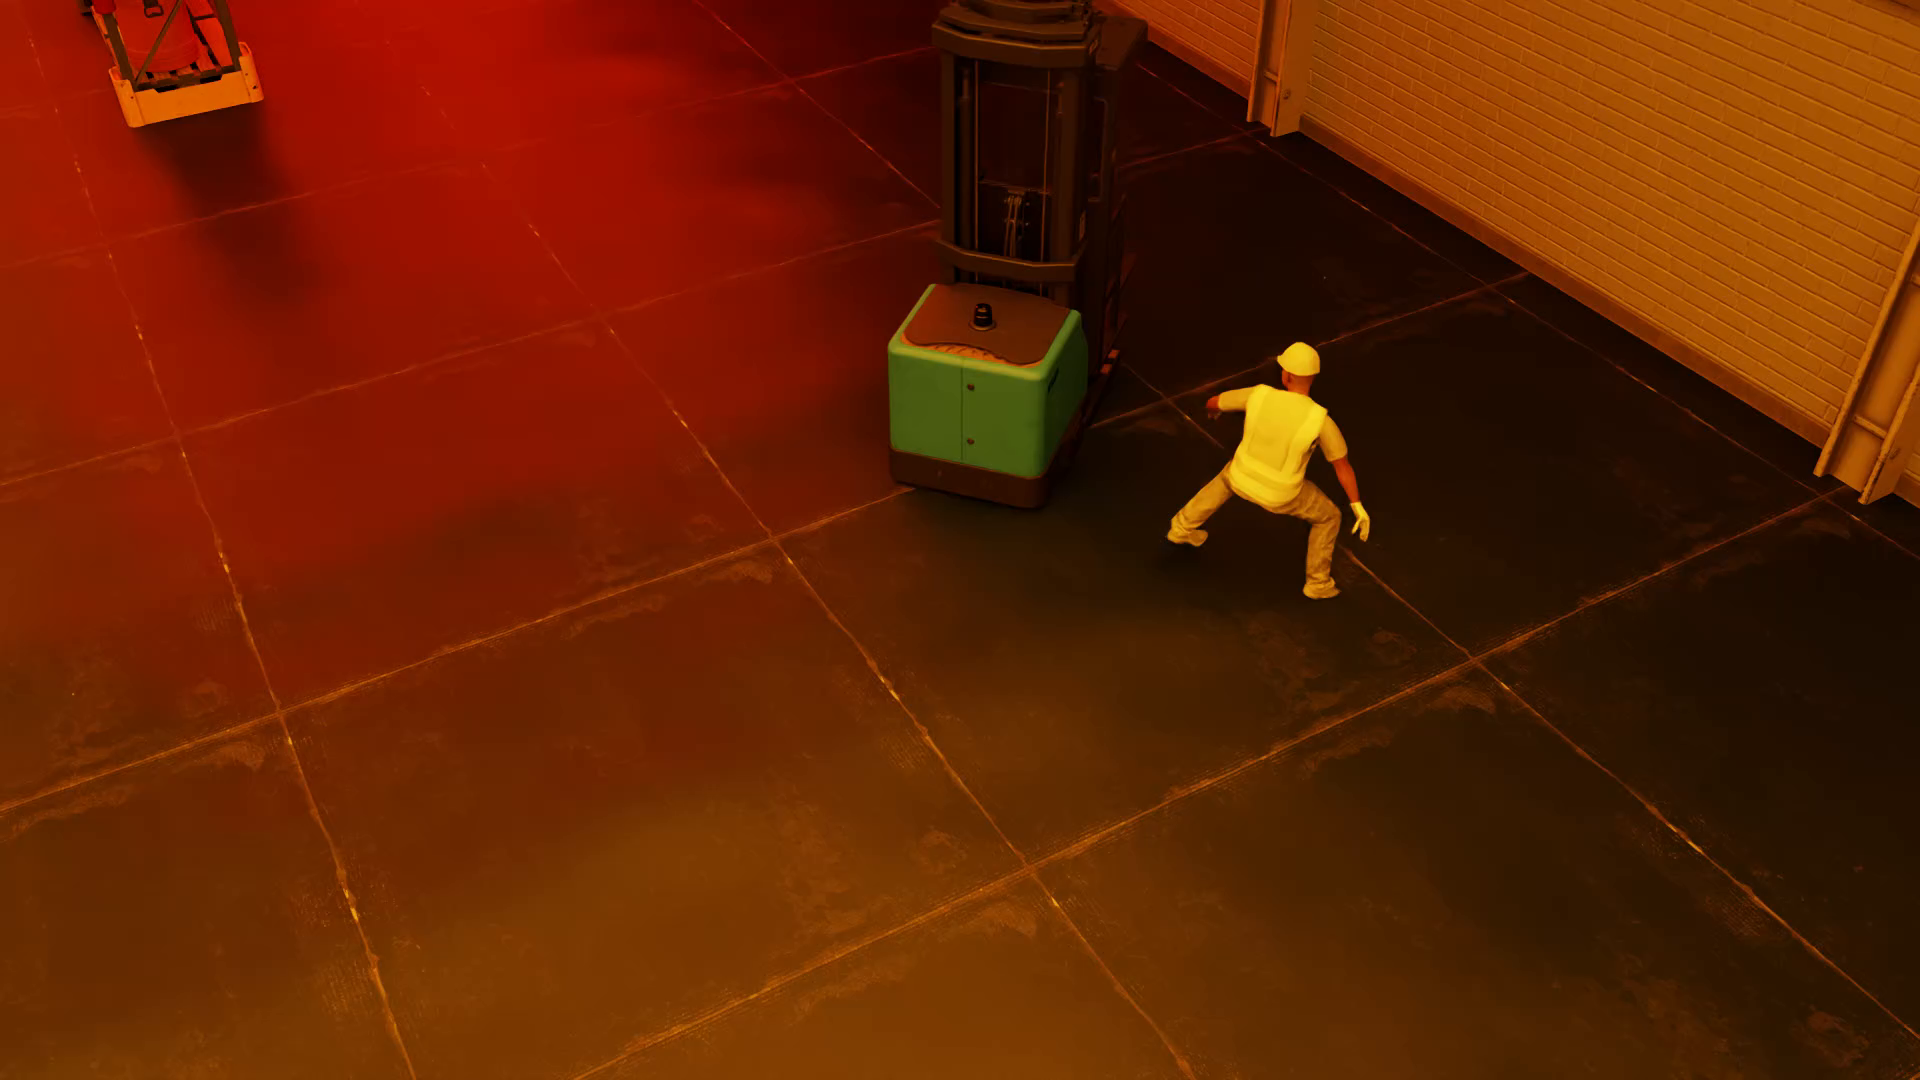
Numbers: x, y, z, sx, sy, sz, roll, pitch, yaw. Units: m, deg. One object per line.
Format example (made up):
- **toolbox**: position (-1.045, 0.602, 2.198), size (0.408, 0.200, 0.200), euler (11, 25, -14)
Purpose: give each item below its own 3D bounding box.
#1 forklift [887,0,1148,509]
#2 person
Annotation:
- **forklift**: position (0.513, -2.273, 10.776), size (1.130, 2.935, 3.031), euler (13, 41, 15)
- **person**: position (1.857, -0.352, 9.546), size (1.236, 1.677, 0.520), euler (27, 47, 29)
